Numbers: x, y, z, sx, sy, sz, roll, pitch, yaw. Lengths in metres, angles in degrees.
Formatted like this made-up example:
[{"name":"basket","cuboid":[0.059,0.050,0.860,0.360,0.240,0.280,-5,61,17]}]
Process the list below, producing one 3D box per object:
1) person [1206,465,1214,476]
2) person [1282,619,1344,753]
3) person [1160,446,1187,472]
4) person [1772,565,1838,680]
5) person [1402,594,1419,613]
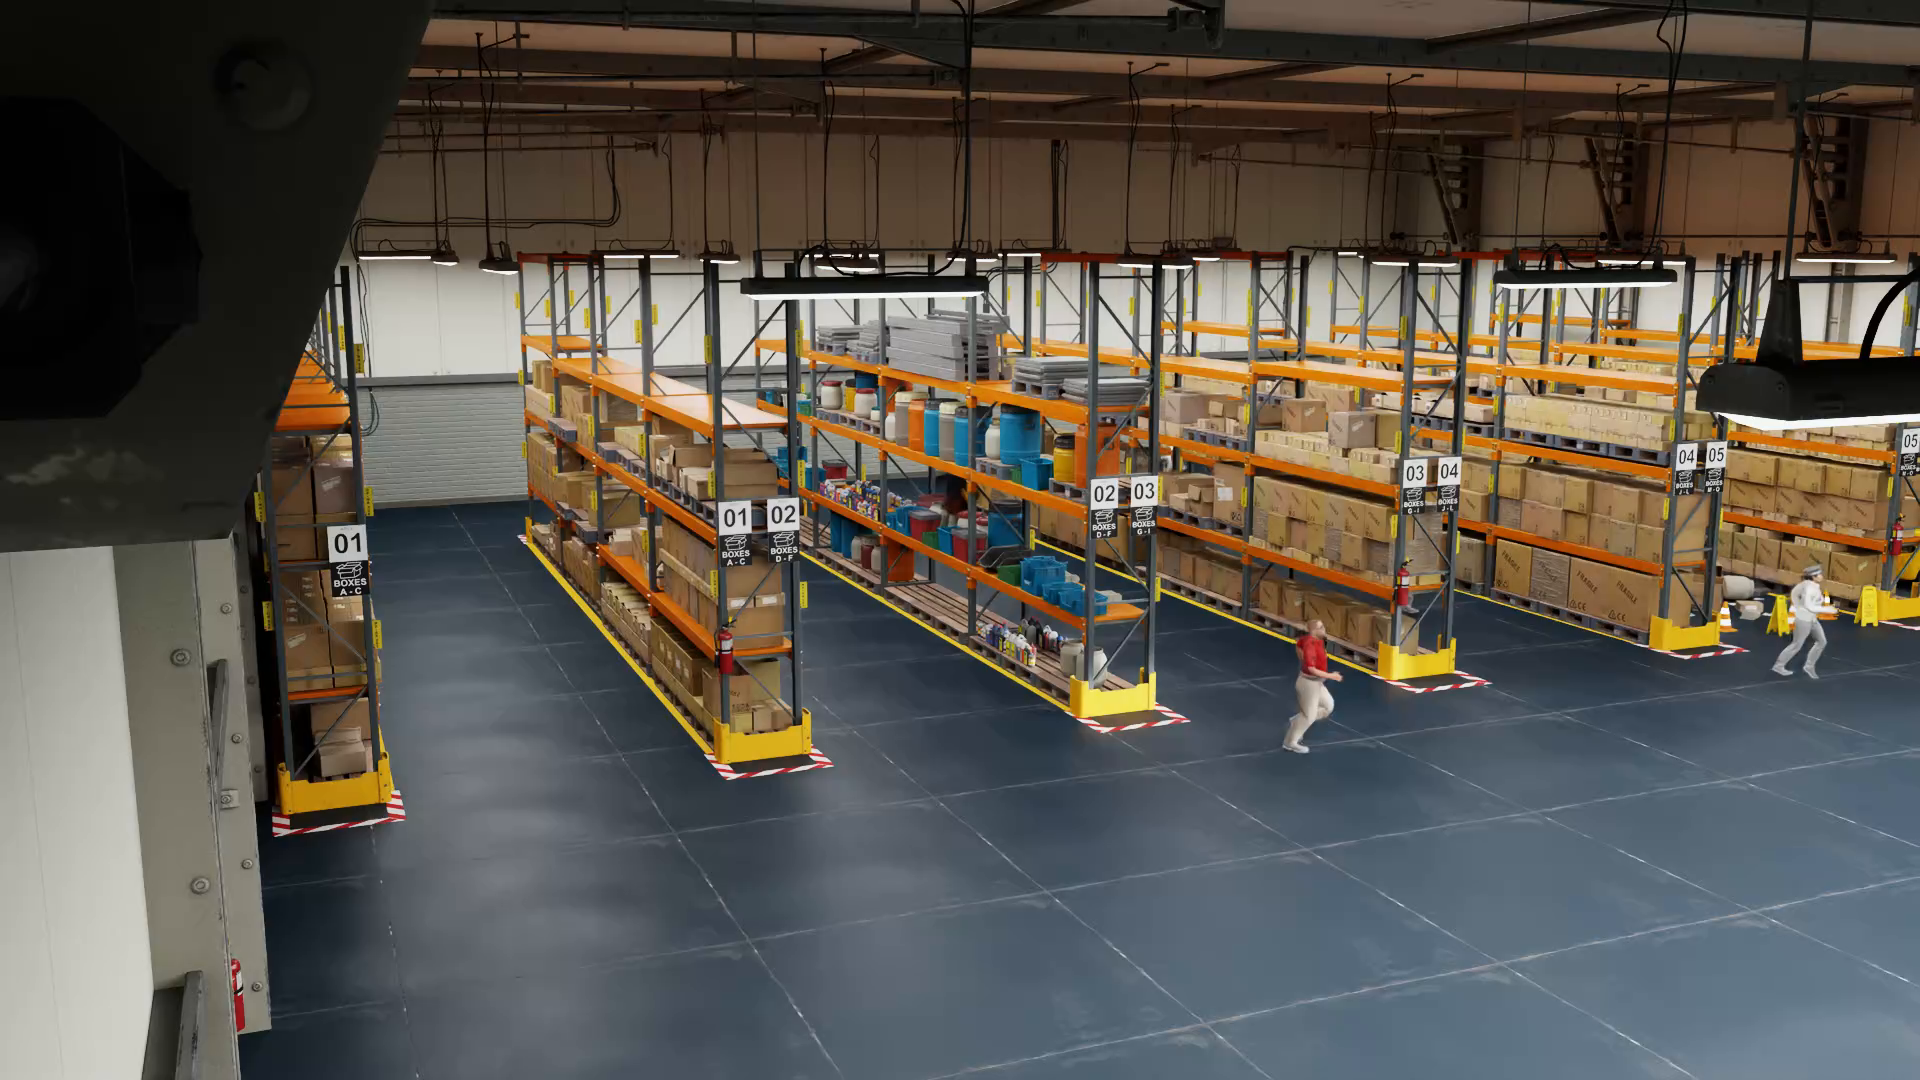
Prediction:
[{"name":"person","cuboid":[6.561,-2.169,42.403,0.585,1.639,0.574,-4,11,-19]},{"name":"person","cuboid":[4.384,1.793,20.590,0.710,1.683,0.689,3,11,15]},{"name":"person","cuboid":[4.706,-1.298,37.222,0.643,1.710,0.914,-6,12,-30]},{"name":"person","cuboid":[12.167,1.189,23.902,0.771,1.727,0.561,7,12,32]},{"name":"person","cuboid":[7.613,0.350,28.290,0.664,1.733,0.632,-6,12,-30]}]
